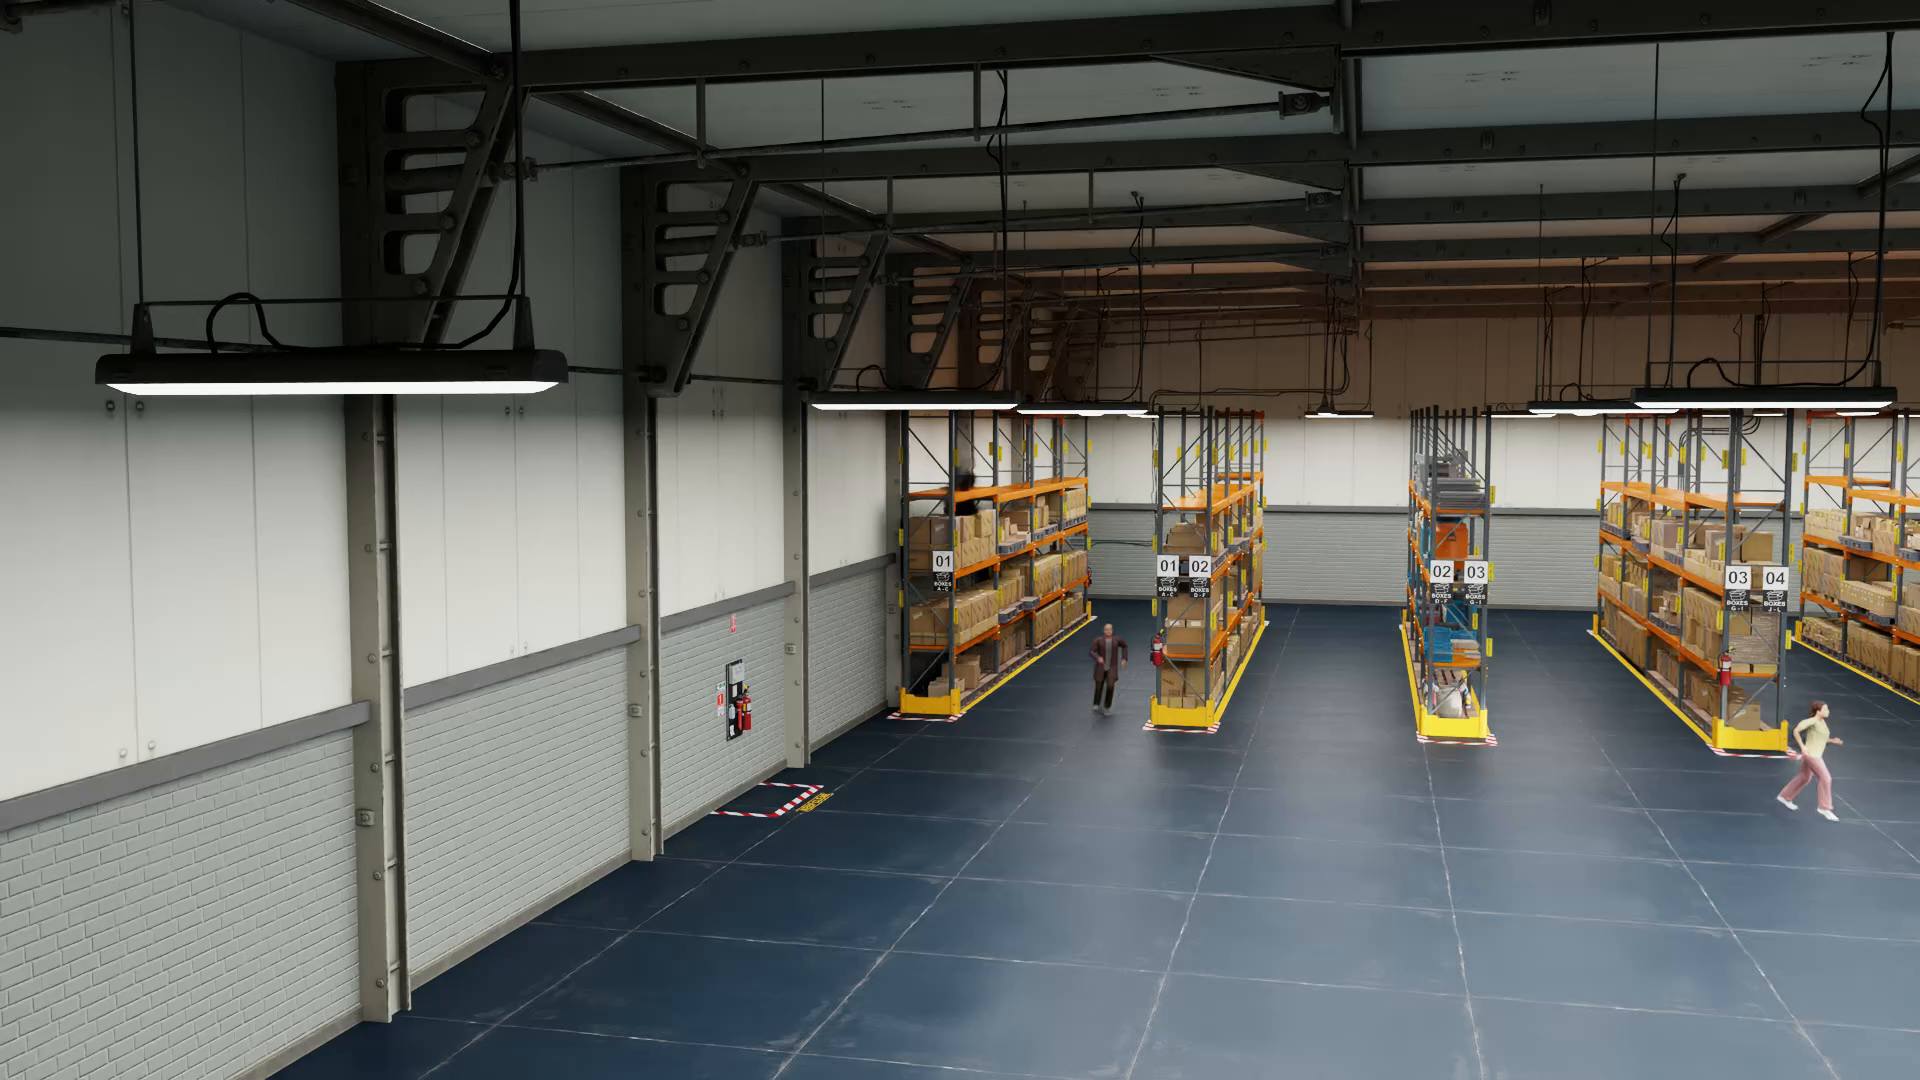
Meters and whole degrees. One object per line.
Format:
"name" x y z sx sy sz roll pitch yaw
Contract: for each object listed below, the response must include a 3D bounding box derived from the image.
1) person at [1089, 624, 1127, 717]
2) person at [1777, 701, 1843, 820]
"person" 2.882 2.533 32.370 0.748 1.824 0.796 0 4 5
"person" 12.328 3.164 24.130 0.856 1.706 0.507 3 5 39
